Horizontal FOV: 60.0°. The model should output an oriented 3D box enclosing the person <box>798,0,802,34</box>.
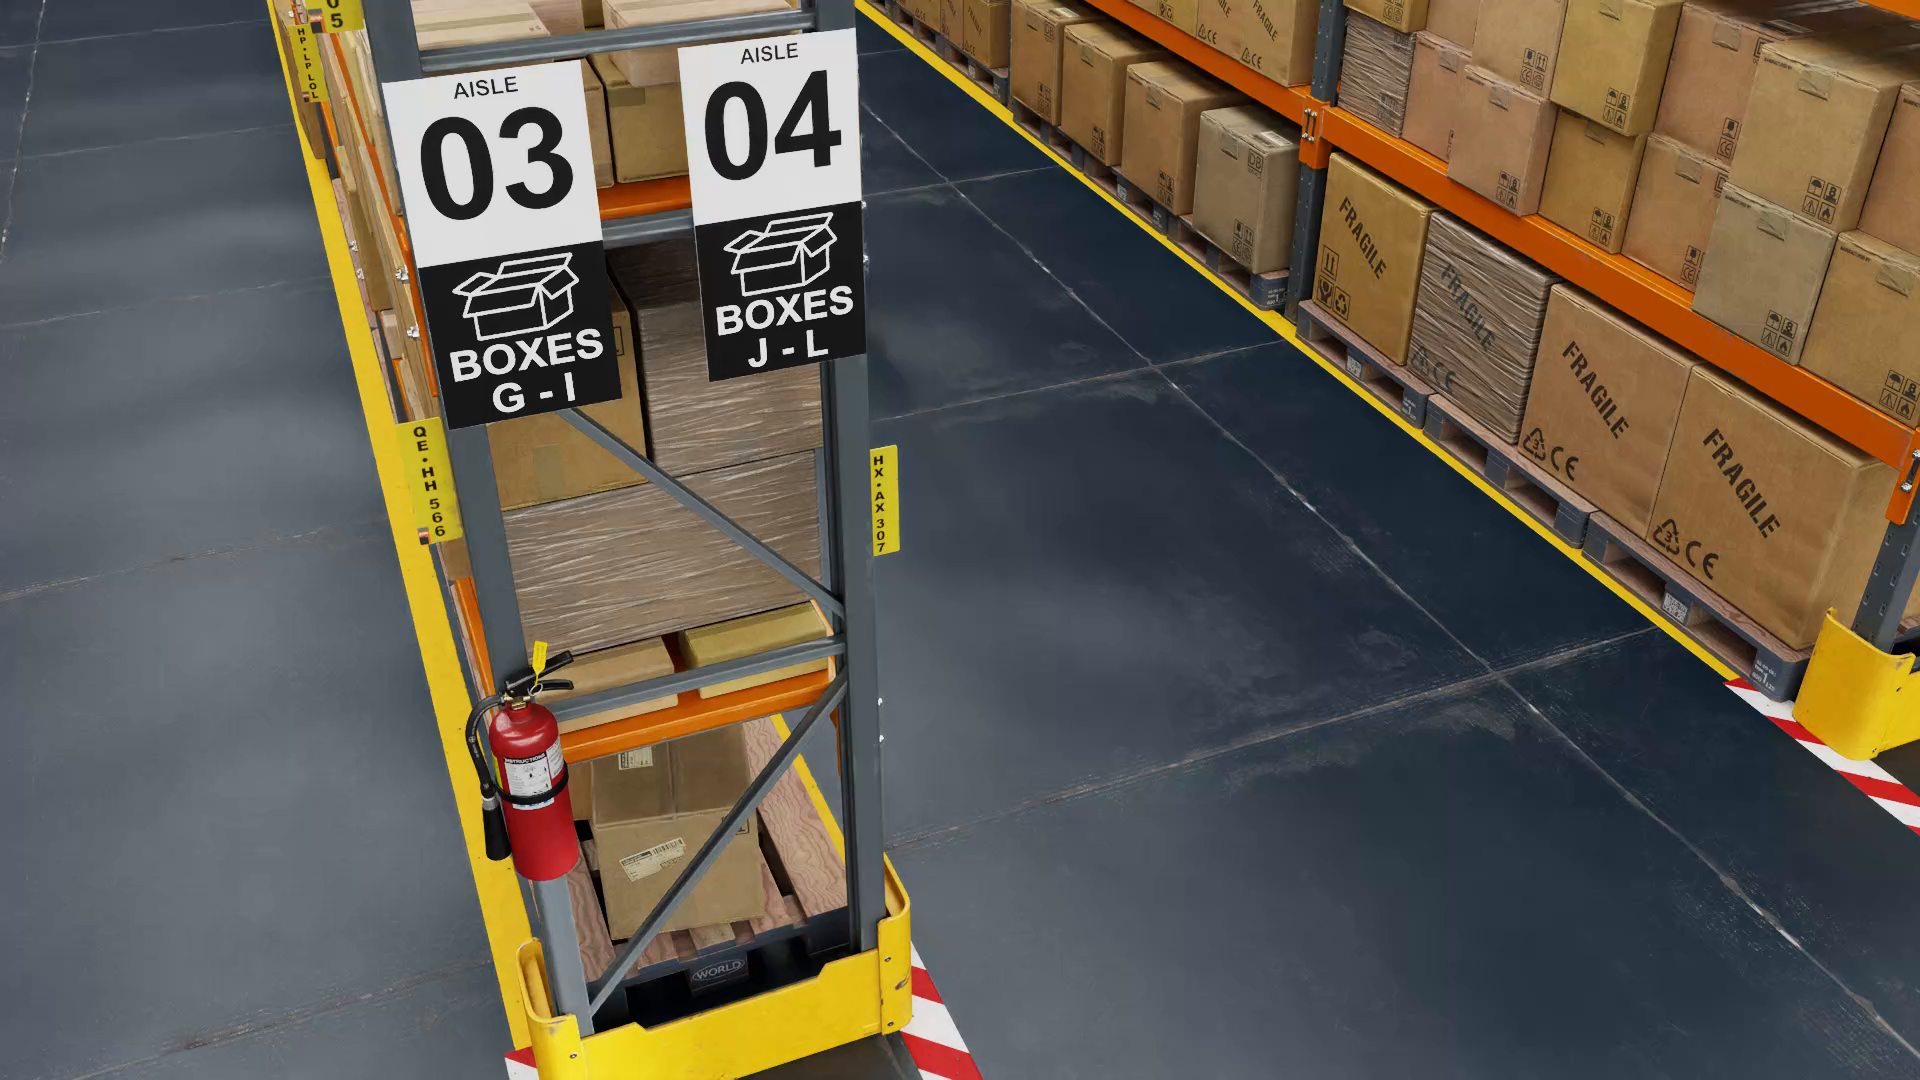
[{"bbox_3d":[-1.004,-2.734,10.308,0.544,1.826,0.488,-7,34,-11],"label":"person"}]
